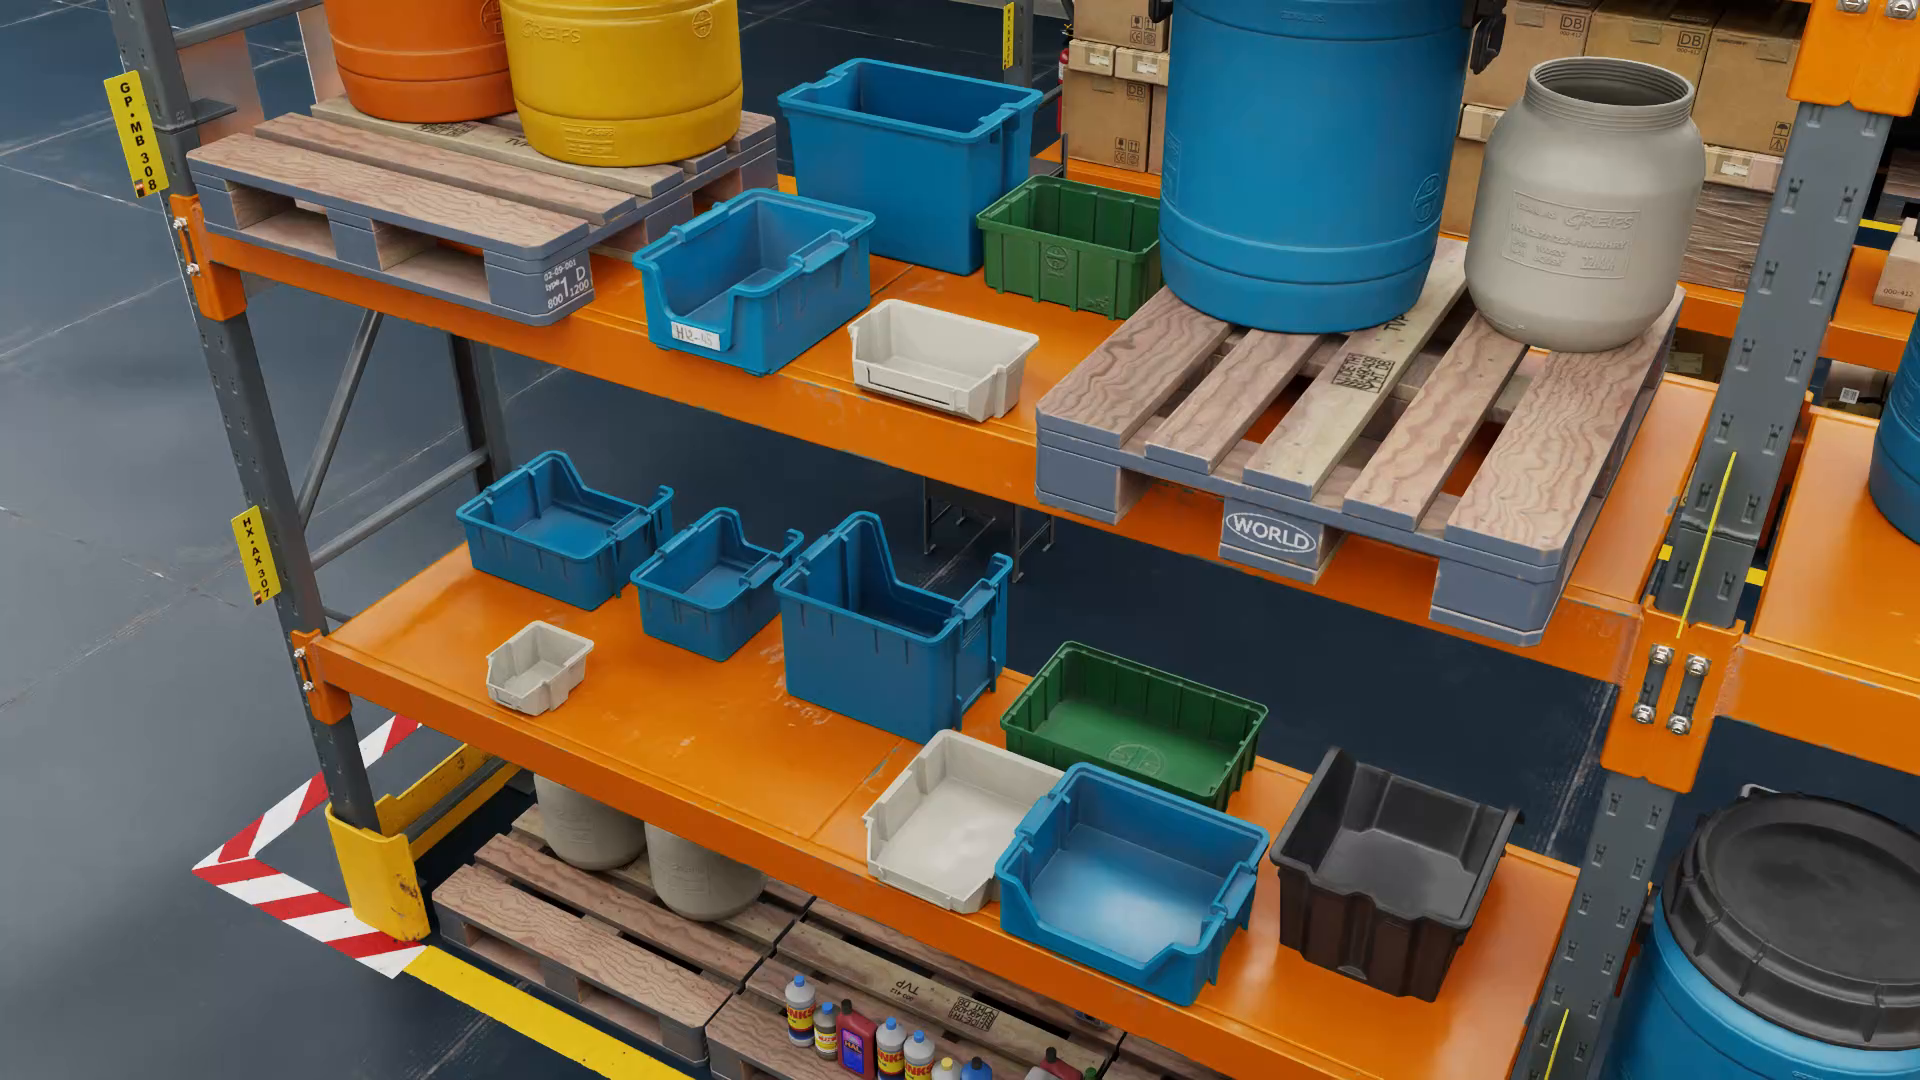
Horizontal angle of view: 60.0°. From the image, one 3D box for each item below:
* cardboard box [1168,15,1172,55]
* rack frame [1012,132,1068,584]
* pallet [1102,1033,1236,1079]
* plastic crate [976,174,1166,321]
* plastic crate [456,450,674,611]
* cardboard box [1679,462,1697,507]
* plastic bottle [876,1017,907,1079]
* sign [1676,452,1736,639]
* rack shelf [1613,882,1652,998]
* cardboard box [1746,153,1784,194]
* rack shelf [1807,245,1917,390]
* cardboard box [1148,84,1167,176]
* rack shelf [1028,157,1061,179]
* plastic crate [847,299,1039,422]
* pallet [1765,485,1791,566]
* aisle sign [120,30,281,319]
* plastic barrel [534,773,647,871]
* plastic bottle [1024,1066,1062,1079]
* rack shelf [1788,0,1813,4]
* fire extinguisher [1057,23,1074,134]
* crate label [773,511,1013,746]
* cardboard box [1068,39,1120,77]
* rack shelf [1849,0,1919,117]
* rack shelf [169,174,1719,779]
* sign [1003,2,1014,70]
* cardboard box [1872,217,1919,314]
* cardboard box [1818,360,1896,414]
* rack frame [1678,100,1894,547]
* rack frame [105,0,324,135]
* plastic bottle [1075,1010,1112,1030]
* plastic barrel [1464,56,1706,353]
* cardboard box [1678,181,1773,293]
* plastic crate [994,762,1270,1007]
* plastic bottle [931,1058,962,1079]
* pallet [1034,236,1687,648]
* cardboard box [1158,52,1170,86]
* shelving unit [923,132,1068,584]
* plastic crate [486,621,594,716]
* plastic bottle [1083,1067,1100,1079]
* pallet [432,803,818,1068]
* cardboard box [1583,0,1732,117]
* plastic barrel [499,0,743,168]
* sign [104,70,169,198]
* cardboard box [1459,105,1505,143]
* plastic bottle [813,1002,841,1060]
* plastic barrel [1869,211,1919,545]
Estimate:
[{"bbox_3d":[1.436,-2.771,8.444,0.500,0.500,0.700,17,37,23],"label":"cardboard box"},{"bbox_3d":[0.356,-0.761,7.499,0.015,2.100,0.400,18,37,24],"label":"rack frame"},{"bbox_3d":[0.981,1.958,5.118,1.213,0.211,1.003,18,37,24],"label":"pallet"},{"bbox_3d":[0.308,-0.723,4.114,0.450,0.188,0.336,18,37,24],"label":"plastic crate"},{"bbox_3d":[-1.347,-0.042,5.741,0.616,0.251,0.499,18,37,24],"label":"plastic crate"},{"bbox_3d":[3.493,-0.433,8.295,0.500,0.250,0.500,18,37,24],"label":"cardboard box"},{"bbox_3d":[-0.213,1.598,5.209,0.097,0.271,0.097,0,34,0],"label":"plastic bottle"},{"bbox_3d":[1.261,0.012,2.811,0.005,0.325,0.100,18,37,24],"label":"sign"},{"bbox_3d":[3.280,1.852,3.411,4.000,0.370,1.077,18,37,24],"label":"rack shelf"},{"bbox_3d":[3.662,-1.663,7.366,0.250,0.149,0.380,18,37,24],"label":"cardboard box"},{"bbox_3d":[5.741,-0.531,6.990,4.000,0.370,1.077,18,37,24],"label":"rack shelf"},{"bbox_3d":[1.389,-2.245,8.825,0.500,0.500,0.700,19,38,26],"label":"cardboard box"},{"bbox_3d":[0.144,-1.400,7.219,0.480,0.518,0.431,18,37,24],"label":"rack shelf"},{"bbox_3d":[-0.051,-0.383,3.650,0.396,0.136,0.243,18,37,24],"label":"plastic crate"},{"bbox_3d":[4.663,-0.036,8.113,1.213,0.211,1.003,18,37,24],"label":"pallet"},{"bbox_3d":[-2.138,-1.058,4.788,0.004,0.787,0.394,18,37,24],"label":"aisle sign"},{"bbox_3d":[-1.320,0.907,6.047,0.421,0.512,0.421,0,34,0],"label":"plastic barrel"},{"bbox_3d":[0.255,1.727,5.011,0.135,0.276,0.152,18,38,25],"label":"plastic bottle"},{"bbox_3d":[2.268,-2.879,7.810,4.000,0.370,1.077,18,37,24],"label":"rack shelf"},{"bbox_3d":[0.659,-2.704,9.674,0.183,0.674,0.296,18,37,24],"label":"fire extinguisher"},{"bbox_3d":[-0.197,0.264,5.116,0.616,0.435,0.502,18,37,24],"label":"crate label"},{"bbox_3d":[0.765,-2.580,8.743,0.250,0.149,0.380,17,37,24],"label":"cardboard box"},{"bbox_3d":[3.280,-0.478,1.860,4.000,0.370,1.077,18,37,24],"label":"rack shelf"},{"bbox_3d":[-0.193,-0.497,4.232,4.000,0.370,1.077,18,37,24],"label":"rack shelf"},{"bbox_3d":[0.251,-2.608,8.608,0.005,0.325,0.100,18,37,24],"label":"sign"},{"bbox_3d":[4.453,-1.203,7.486,0.500,0.250,0.500,20,39,27],"label":"cardboard box"},{"bbox_3d":[4.498,-0.670,8.146,0.500,0.311,0.500,18,37,24],"label":"cardboard box"},{"bbox_3d":[1.543,-1.494,2.375,0.127,3.000,1.000,18,37,24],"label":"rack frame"},{"bbox_3d":[-1.930,-2.594,4.027,0.127,3.000,1.000,18,37,24],"label":"rack frame"},{"bbox_3d":[0.464,1.441,5.440,0.135,0.276,0.152,18,37,24],"label":"plastic bottle"},{"bbox_3d":[1.267,-0.680,3.379,0.421,0.512,0.421,0,34,0],"label":"plastic barrel"},{"bbox_3d":[3.616,-1.541,7.767,0.500,0.500,0.700,17,37,23],"label":"cardboard box"},{"bbox_3d":[0.448,0.891,4.340,0.616,0.251,0.499,18,37,24],"label":"plastic crate"},{"bbox_3d":[-0.040,1.682,5.146,0.097,0.201,0.097,0,34,0],"label":"plastic bottle"},{"bbox_3d":[0.868,-0.319,3.486,1.003,0.211,1.213,18,37,24],"label":"pallet"},{"bbox_3d":[1.212,-2.440,8.532,0.250,0.149,0.380,18,38,25],"label":"cardboard box"},{"bbox_3d":[0.144,-0.828,7.600,0.503,2.100,0.431,18,37,24],"label":"shelving unit"},{"bbox_3d":[-1.312,0.413,5.161,0.250,0.136,0.298,18,37,24],"label":"plastic crate"},{"bbox_3d":[0.423,1.714,5.024,0.133,0.283,0.061,18,37,24],"label":"plastic bottle"},{"bbox_3d":[-1.138,1.287,6.126,1.213,0.211,1.003,18,37,24],"label":"pallet"},{"bbox_3d":[3.176,-2.219,7.615,0.500,0.500,0.700,17,37,24],"label":"cardboard box"},{"bbox_3d":[-0.877,-1.347,4.311,0.600,0.588,0.600,0,34,0],"label":"plastic barrel"},{"bbox_3d":[-2.206,-1.086,4.460,0.005,0.325,0.100,18,37,24],"label":"sign"},{"bbox_3d":[2.560,-2.013,7.892,0.250,0.149,0.380,19,38,26],"label":"cardboard box"},{"bbox_3d":[-0.420,1.561,5.327,0.097,0.201,0.097,0,34,0],"label":"plastic bottle"},{"bbox_3d":[2.092,-0.419,3.015,0.708,0.901,0.600,18,37,24],"label":"plastic barrel"}]
